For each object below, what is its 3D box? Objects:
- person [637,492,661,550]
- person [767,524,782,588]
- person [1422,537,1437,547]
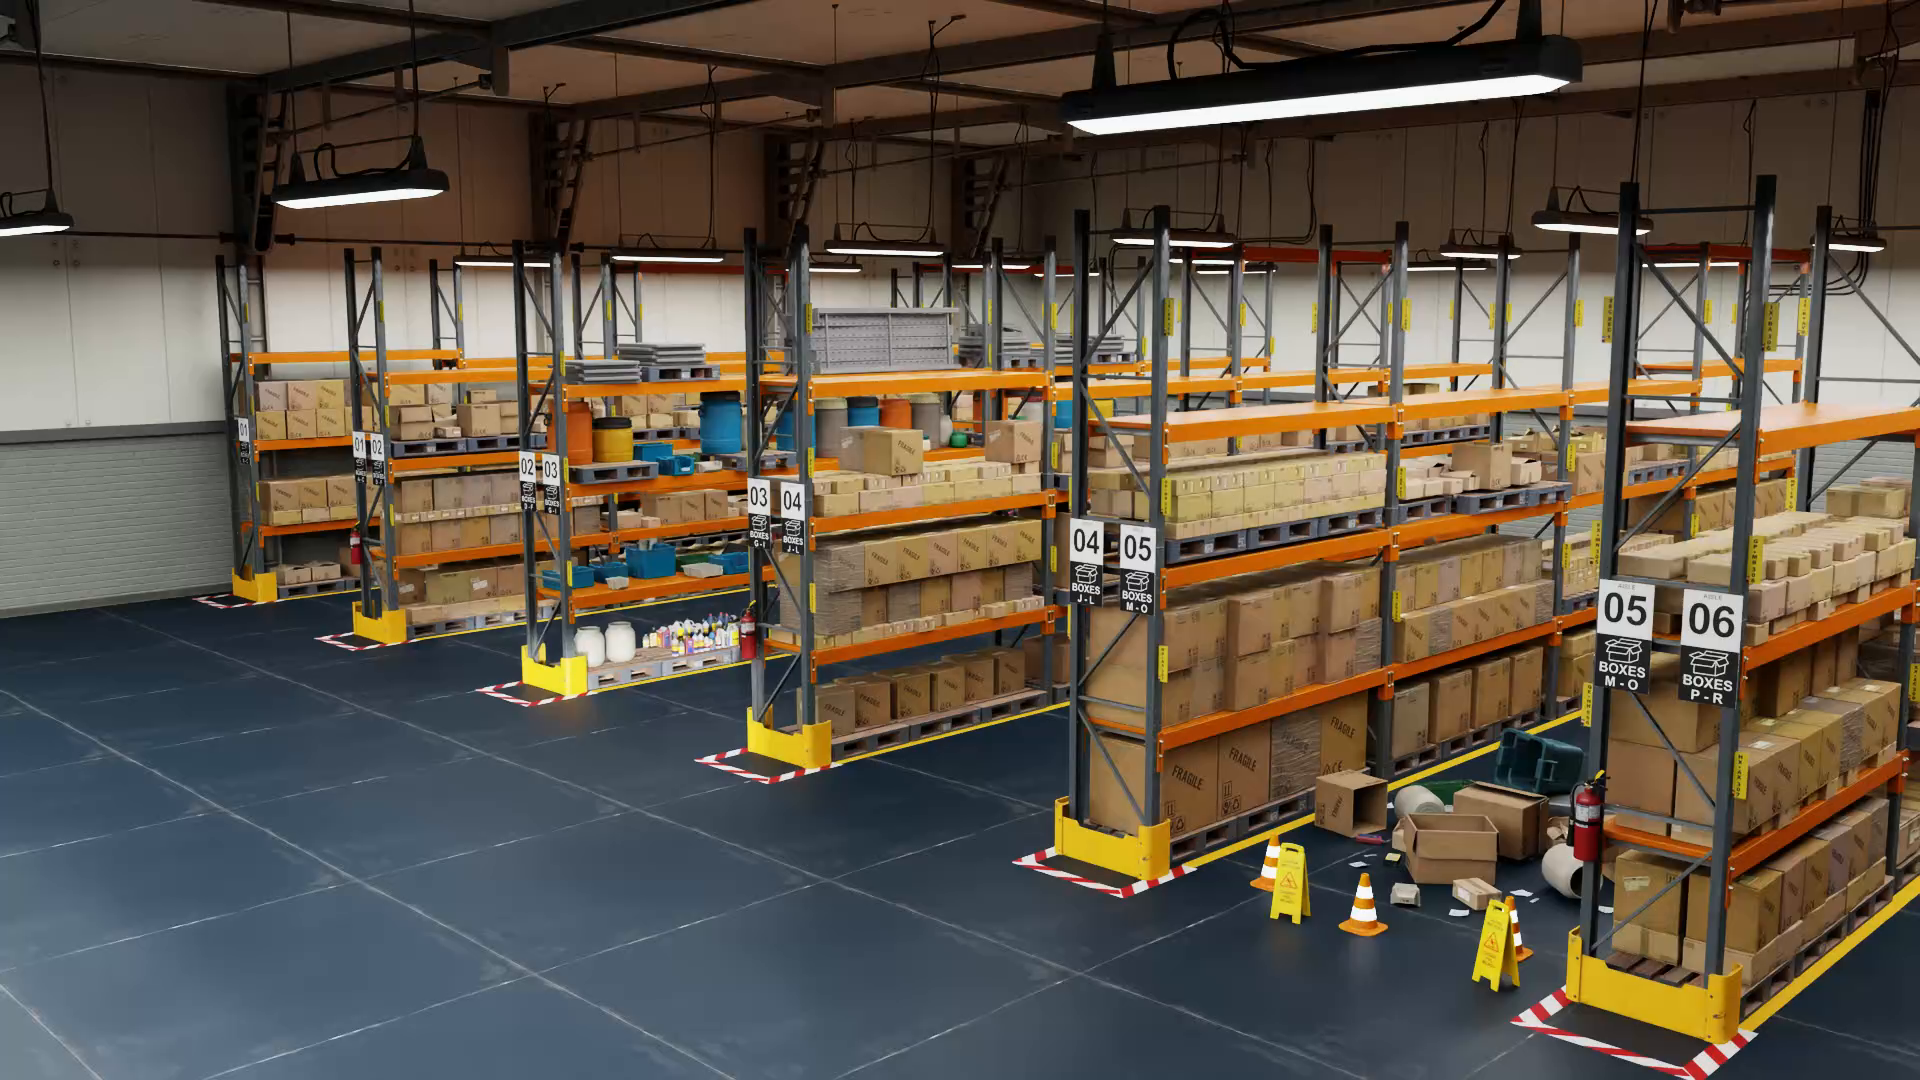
[{"bbox_3d":[-5.822,-0.024,31.123,0.449,1.728,0.428,-2,8,-12],"label":"person"},{"bbox_3d":[-3.296,-0.059,28.878,0.607,1.793,0.537,-4,9,-25],"label":"person"},{"bbox_3d":[7.378,0.720,26.062,0.497,1.523,0.823,7,11,42],"label":"person"}]
